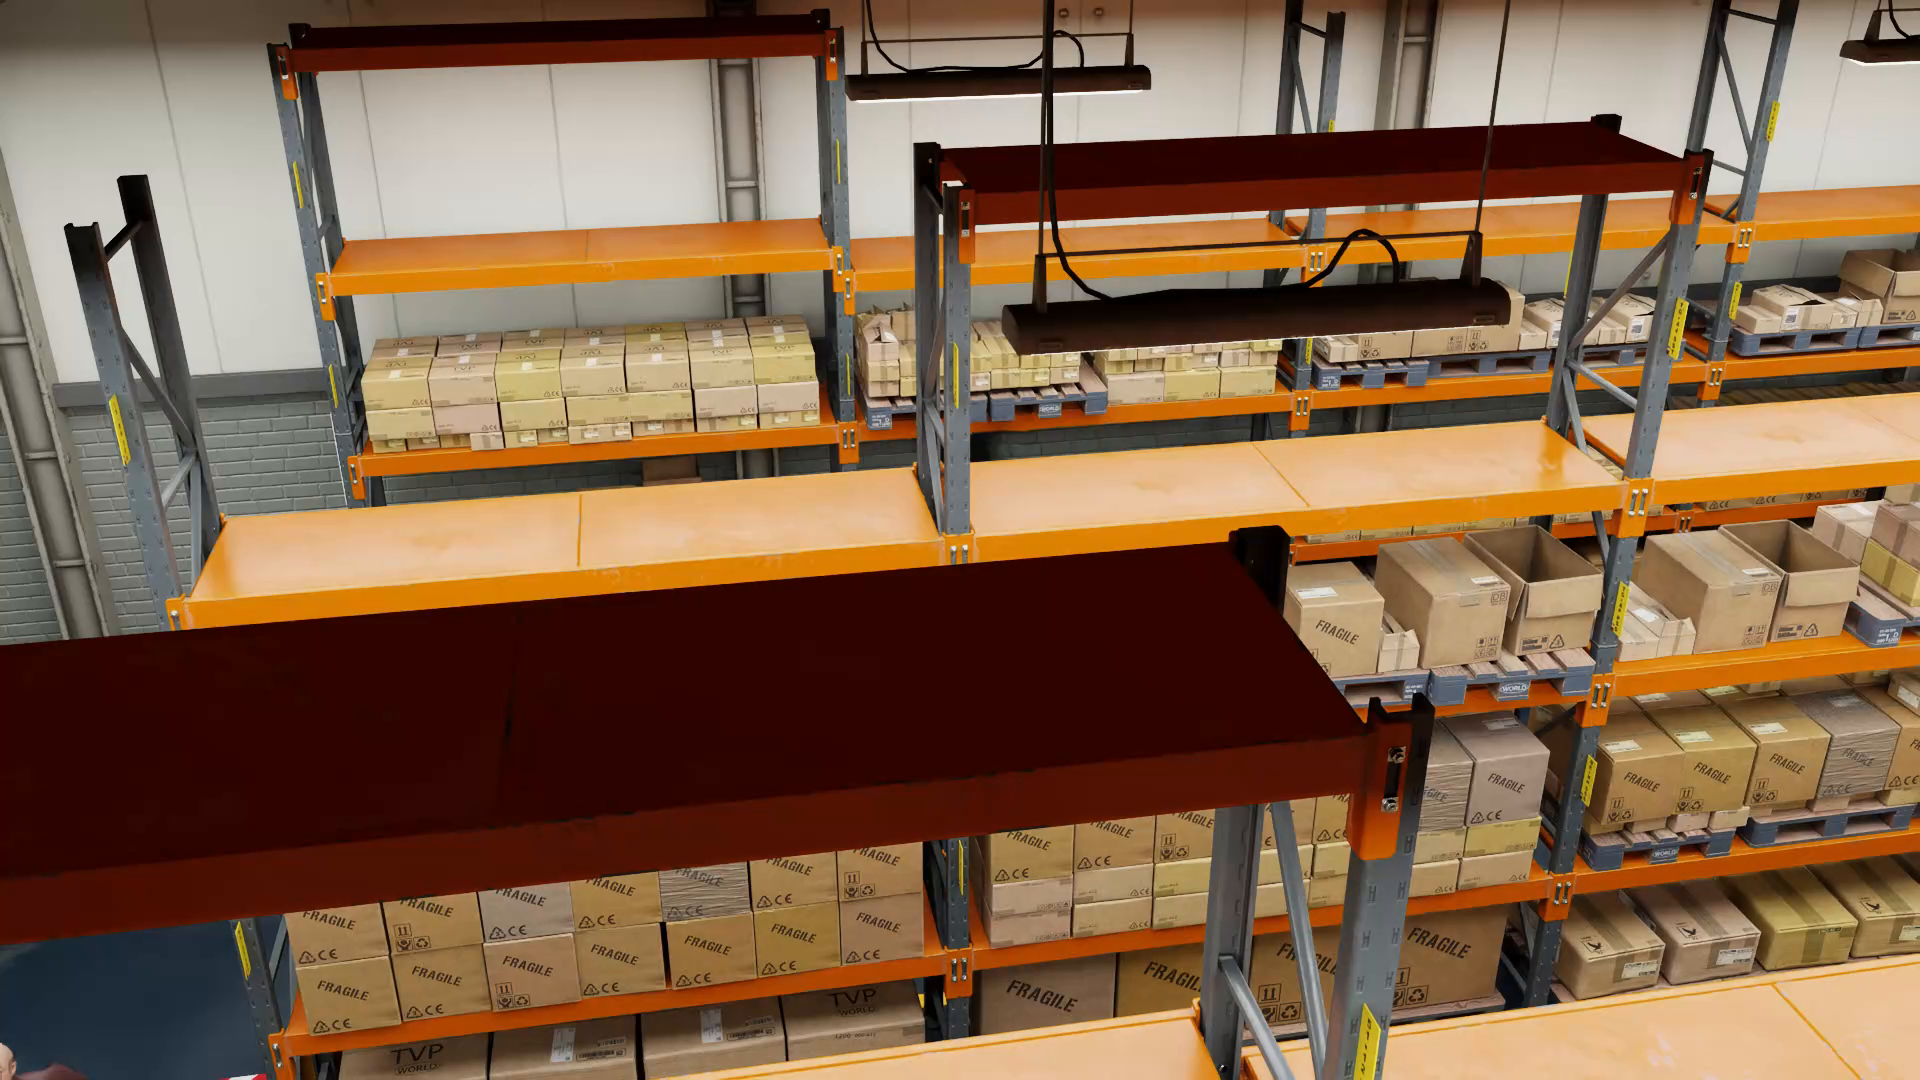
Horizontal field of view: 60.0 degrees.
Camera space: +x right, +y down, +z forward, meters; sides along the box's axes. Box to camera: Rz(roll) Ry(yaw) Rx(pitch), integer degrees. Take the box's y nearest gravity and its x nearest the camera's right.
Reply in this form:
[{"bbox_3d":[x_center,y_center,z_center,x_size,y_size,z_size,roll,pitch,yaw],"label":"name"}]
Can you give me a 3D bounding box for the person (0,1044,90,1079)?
[{"bbox_3d":[-5.103,3.484,9.098,0.701,1.846,0.825,-4,26,-8],"label":"person"}]
